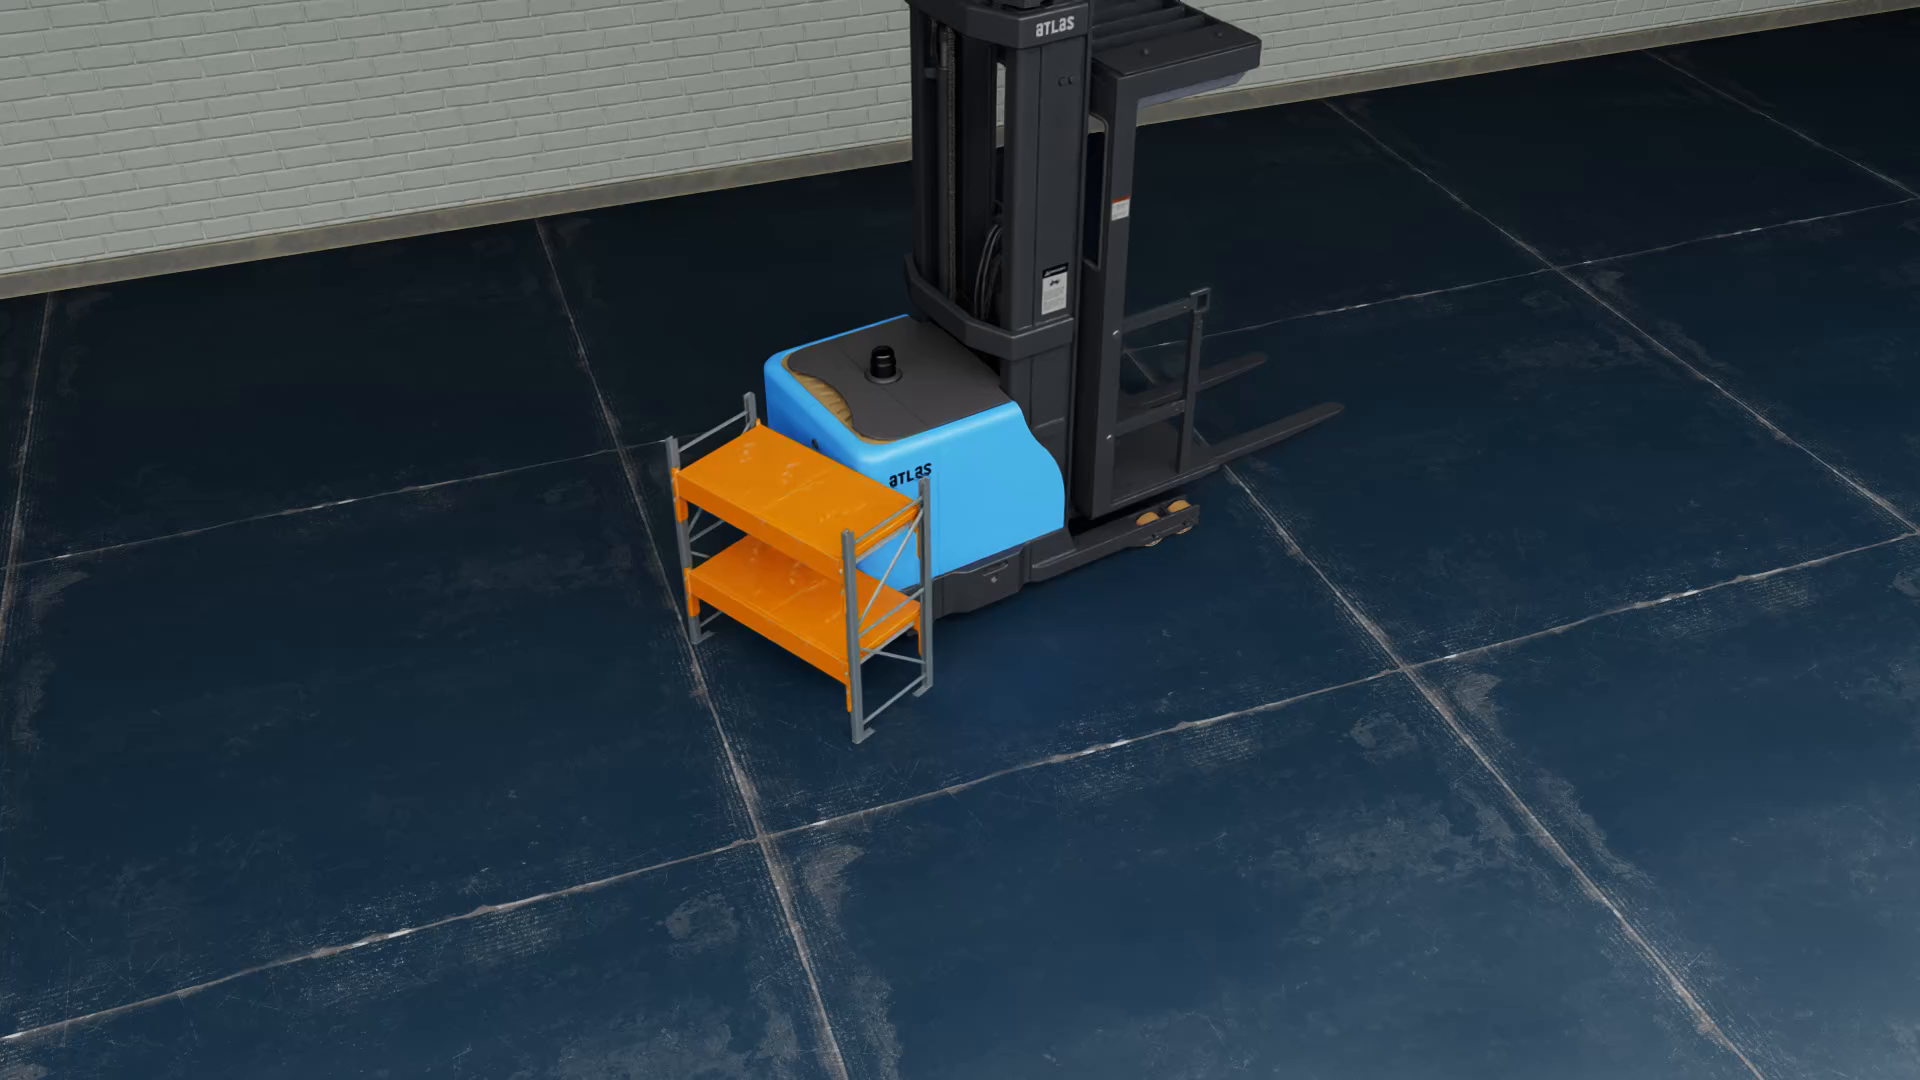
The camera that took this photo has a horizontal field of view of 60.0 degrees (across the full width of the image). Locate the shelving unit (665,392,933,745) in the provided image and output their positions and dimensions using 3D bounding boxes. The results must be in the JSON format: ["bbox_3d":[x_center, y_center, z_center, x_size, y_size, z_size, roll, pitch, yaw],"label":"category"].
[{"bbox_3d":[-0.682,0.114,7.225,1.048,1.125,0.538,27,45,31],"label":"shelving unit"}]

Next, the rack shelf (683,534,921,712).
[{"bbox_3d":[-0.682,0.309,7.372,1.000,0.278,0.538,27,45,31],"label":"rack shelf"}]

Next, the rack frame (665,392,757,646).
[{"bbox_3d":[-1.071,-0.083,7.486,0.032,1.125,0.500,27,45,31],"label":"rack frame"}]

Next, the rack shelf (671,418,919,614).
[{"bbox_3d":[-0.682,-0.120,7.049,1.000,0.278,0.538,27,45,31],"label":"rack shelf"}]

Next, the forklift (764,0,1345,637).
[{"bbox_3d":[0.601,-1.388,7.717,3.031,2.935,1.130,-21,42,-25],"label":"forklift"}]

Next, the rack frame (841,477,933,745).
[{"bbox_3d":[-0.292,0.310,6.964,0.032,1.125,0.500,27,45,31],"label":"rack frame"}]
